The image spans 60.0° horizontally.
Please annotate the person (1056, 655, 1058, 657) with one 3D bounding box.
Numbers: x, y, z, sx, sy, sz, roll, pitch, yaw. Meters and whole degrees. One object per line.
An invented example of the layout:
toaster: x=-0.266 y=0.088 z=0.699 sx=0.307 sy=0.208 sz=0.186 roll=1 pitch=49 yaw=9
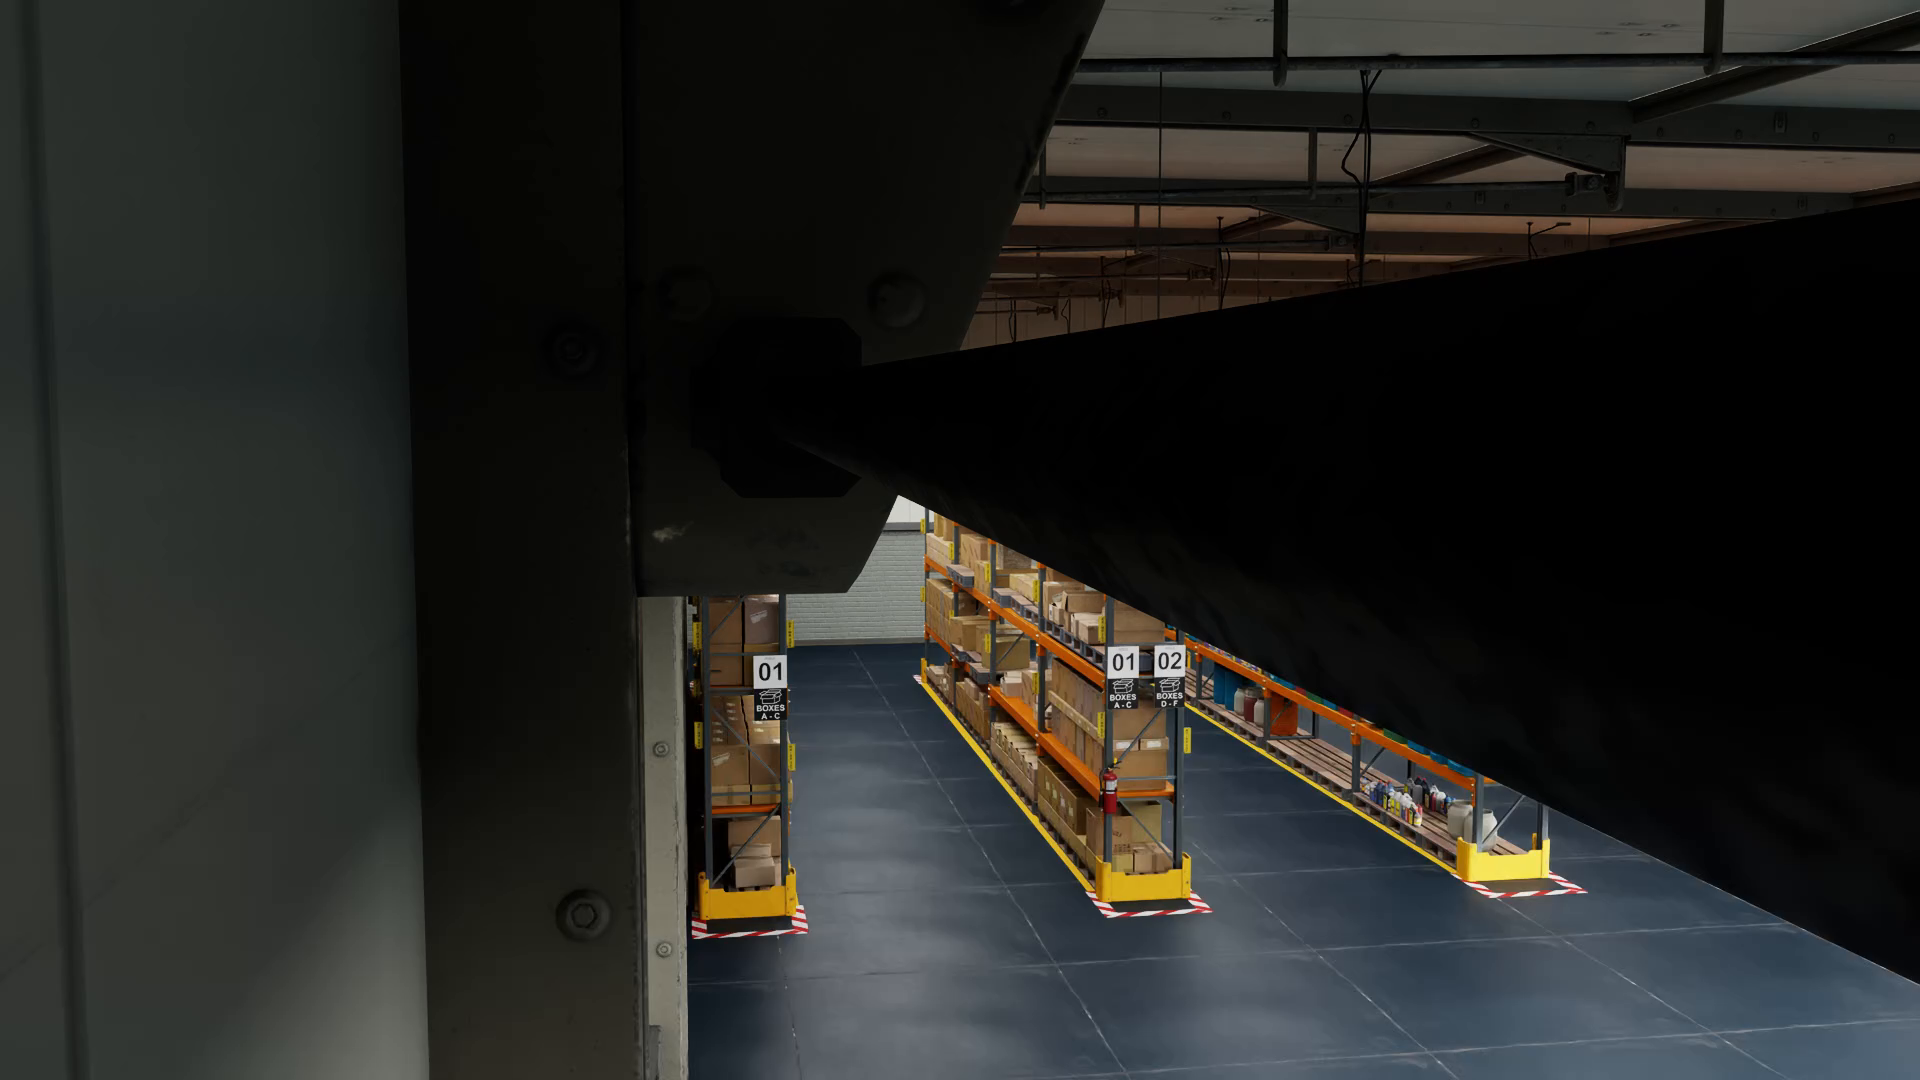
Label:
person: x=2.309 y=2.156 z=37.551 sx=0.689 sy=1.775 sz=0.421 roll=-3 pitch=6 yaw=-34
